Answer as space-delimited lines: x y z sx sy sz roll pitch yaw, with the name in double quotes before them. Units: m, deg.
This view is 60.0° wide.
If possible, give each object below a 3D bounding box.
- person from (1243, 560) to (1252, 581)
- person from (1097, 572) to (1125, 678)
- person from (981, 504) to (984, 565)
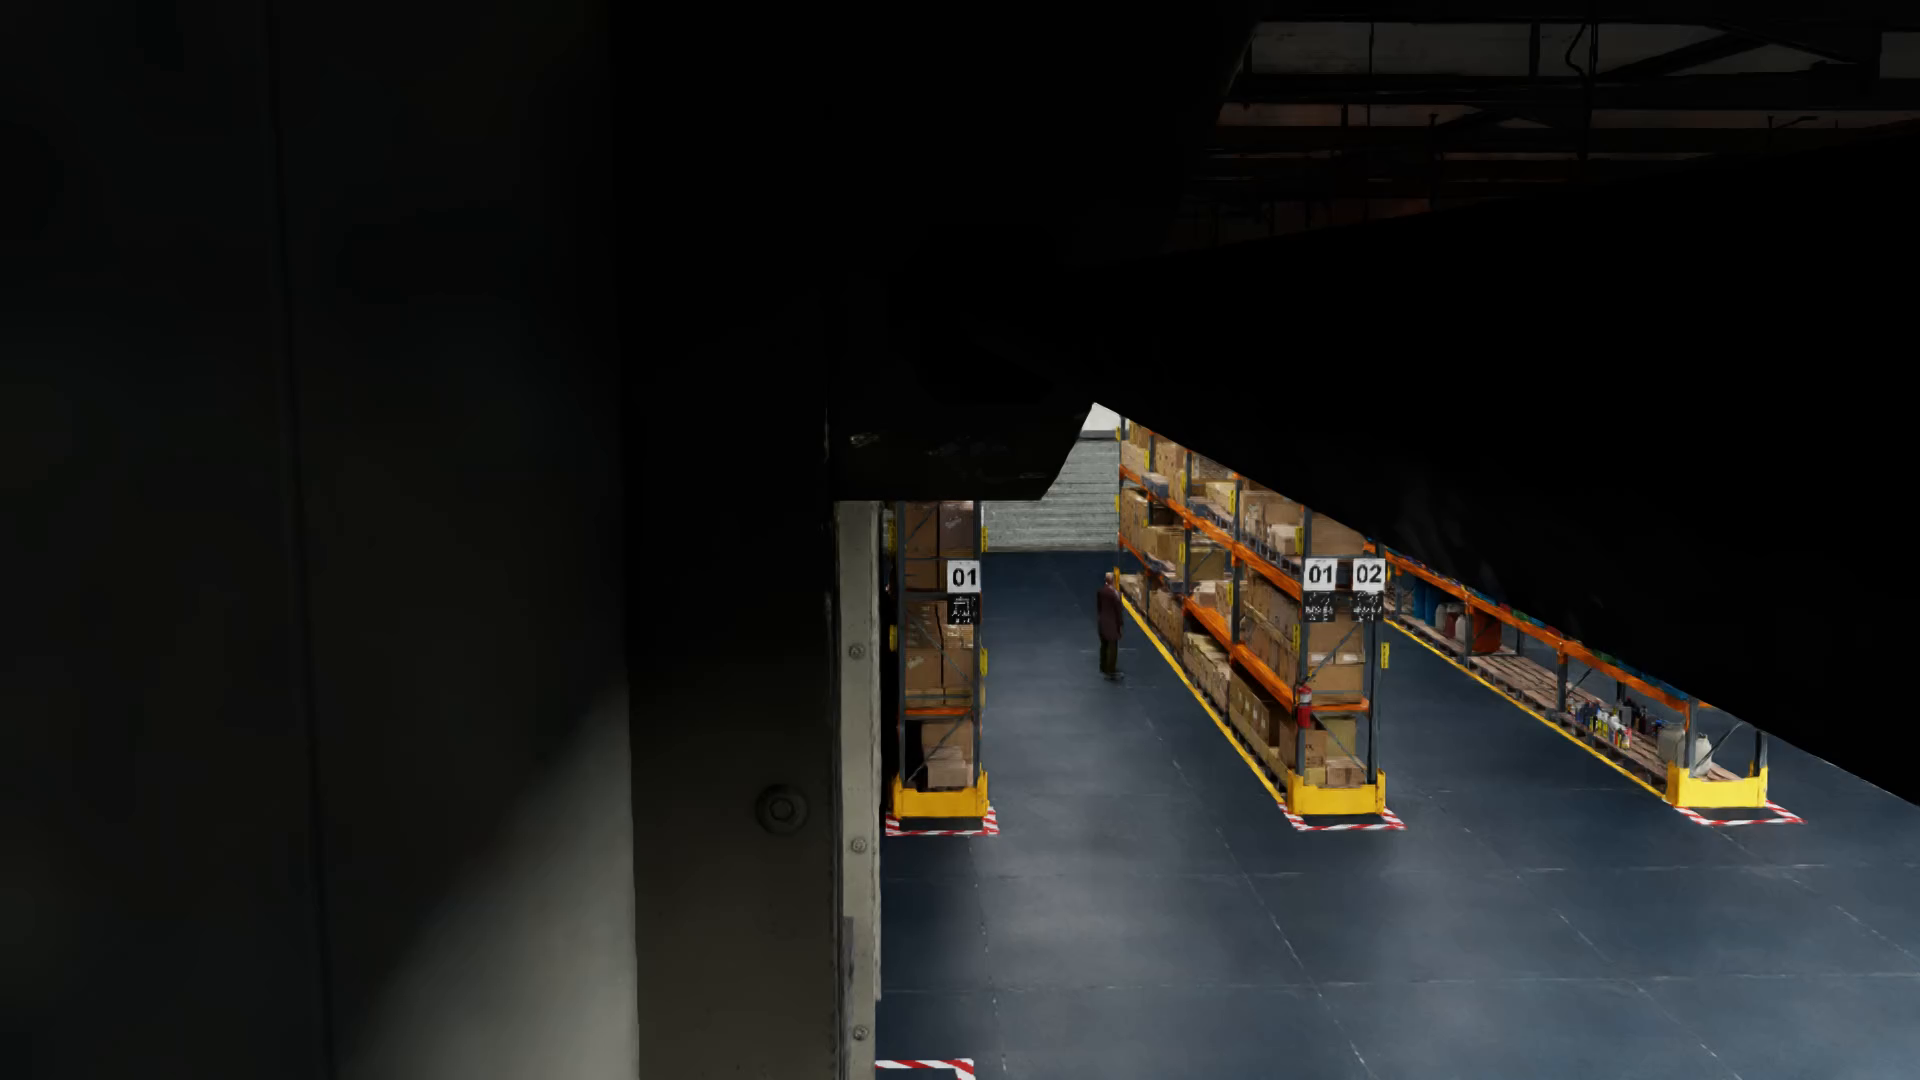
"person" 5.606 0.765 32.978 0.432 1.671 0.496 -5 10 -30
"person" 2.569 1.408 28.020 0.505 1.783 0.617 -5 10 -33
"person" 0.236 -0.269 39.759 0.743 1.773 0.529 -7 11 -41
